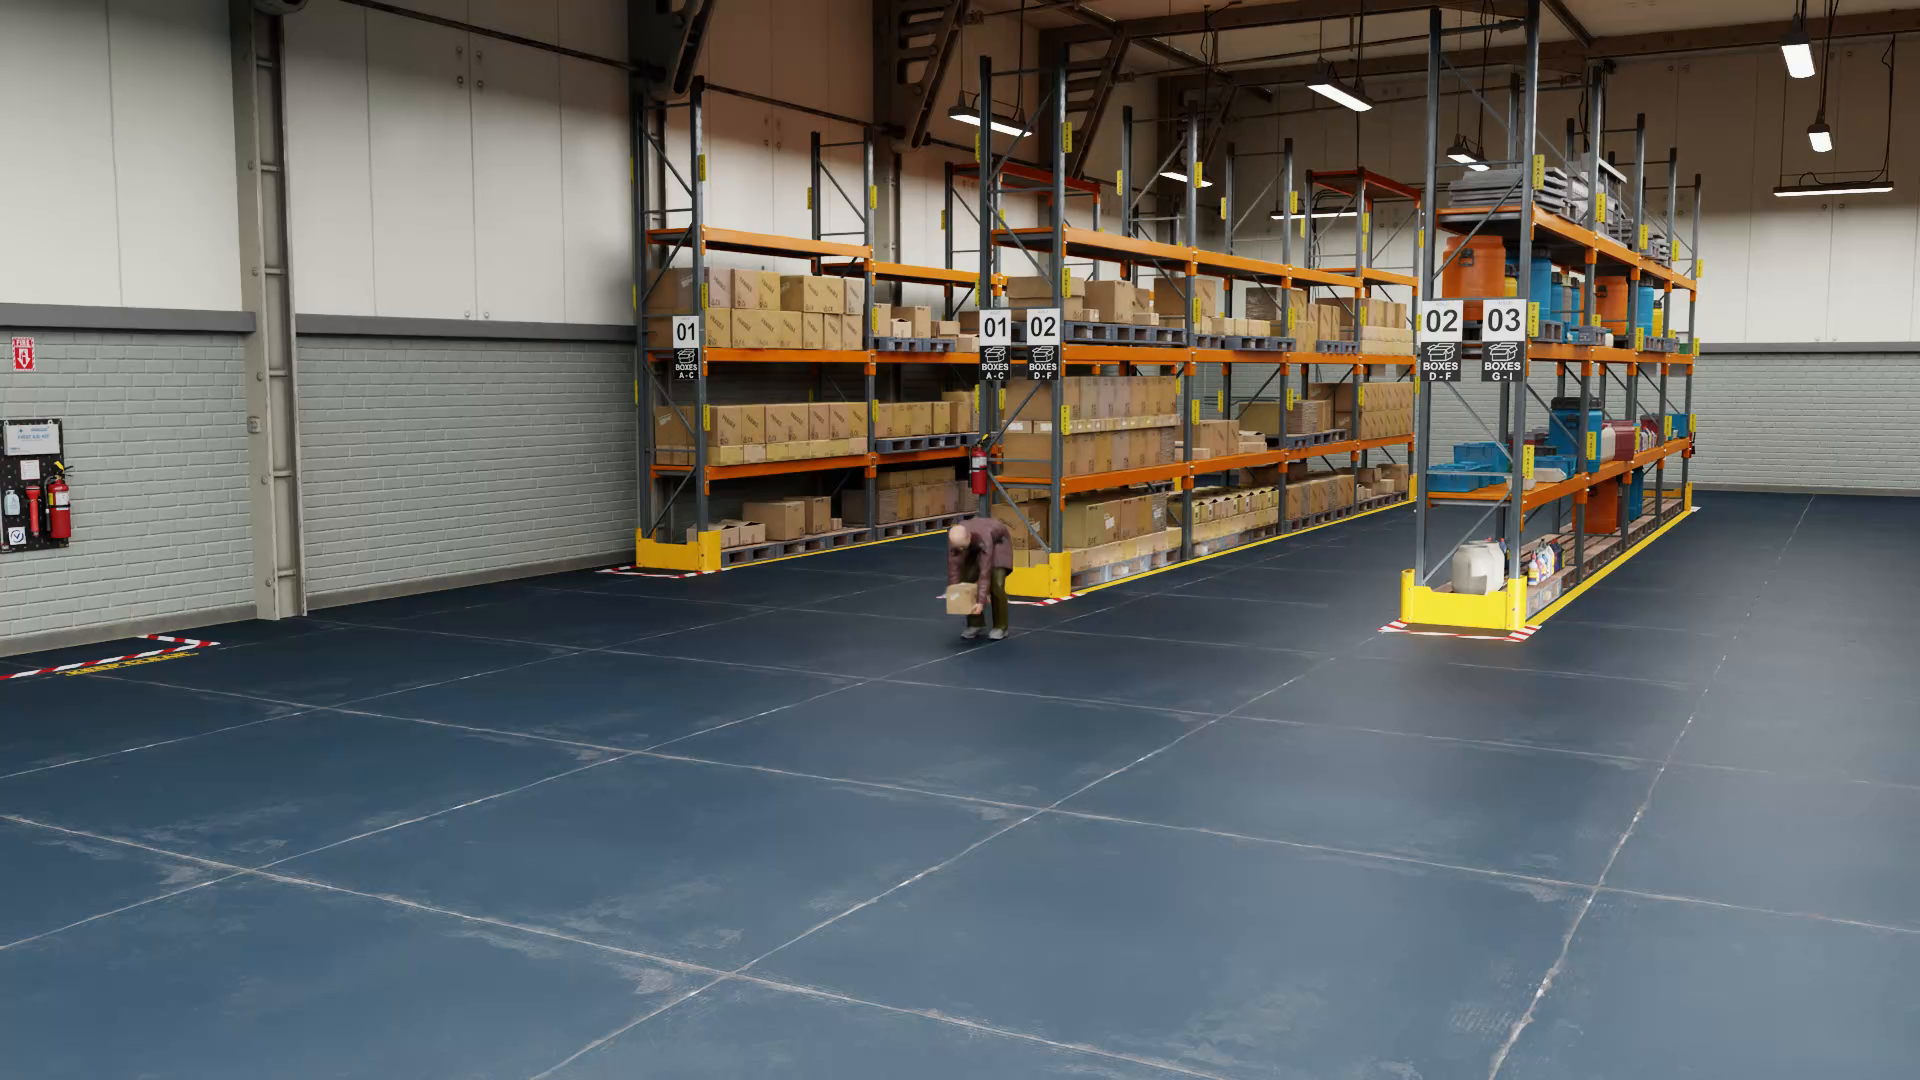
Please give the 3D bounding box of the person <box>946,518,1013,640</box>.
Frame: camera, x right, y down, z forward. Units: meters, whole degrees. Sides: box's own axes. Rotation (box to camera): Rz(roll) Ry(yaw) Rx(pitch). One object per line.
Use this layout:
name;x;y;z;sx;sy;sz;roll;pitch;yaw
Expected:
person;0.151;0.376;15.523;0.564;1.140;0.948;3;6;26
